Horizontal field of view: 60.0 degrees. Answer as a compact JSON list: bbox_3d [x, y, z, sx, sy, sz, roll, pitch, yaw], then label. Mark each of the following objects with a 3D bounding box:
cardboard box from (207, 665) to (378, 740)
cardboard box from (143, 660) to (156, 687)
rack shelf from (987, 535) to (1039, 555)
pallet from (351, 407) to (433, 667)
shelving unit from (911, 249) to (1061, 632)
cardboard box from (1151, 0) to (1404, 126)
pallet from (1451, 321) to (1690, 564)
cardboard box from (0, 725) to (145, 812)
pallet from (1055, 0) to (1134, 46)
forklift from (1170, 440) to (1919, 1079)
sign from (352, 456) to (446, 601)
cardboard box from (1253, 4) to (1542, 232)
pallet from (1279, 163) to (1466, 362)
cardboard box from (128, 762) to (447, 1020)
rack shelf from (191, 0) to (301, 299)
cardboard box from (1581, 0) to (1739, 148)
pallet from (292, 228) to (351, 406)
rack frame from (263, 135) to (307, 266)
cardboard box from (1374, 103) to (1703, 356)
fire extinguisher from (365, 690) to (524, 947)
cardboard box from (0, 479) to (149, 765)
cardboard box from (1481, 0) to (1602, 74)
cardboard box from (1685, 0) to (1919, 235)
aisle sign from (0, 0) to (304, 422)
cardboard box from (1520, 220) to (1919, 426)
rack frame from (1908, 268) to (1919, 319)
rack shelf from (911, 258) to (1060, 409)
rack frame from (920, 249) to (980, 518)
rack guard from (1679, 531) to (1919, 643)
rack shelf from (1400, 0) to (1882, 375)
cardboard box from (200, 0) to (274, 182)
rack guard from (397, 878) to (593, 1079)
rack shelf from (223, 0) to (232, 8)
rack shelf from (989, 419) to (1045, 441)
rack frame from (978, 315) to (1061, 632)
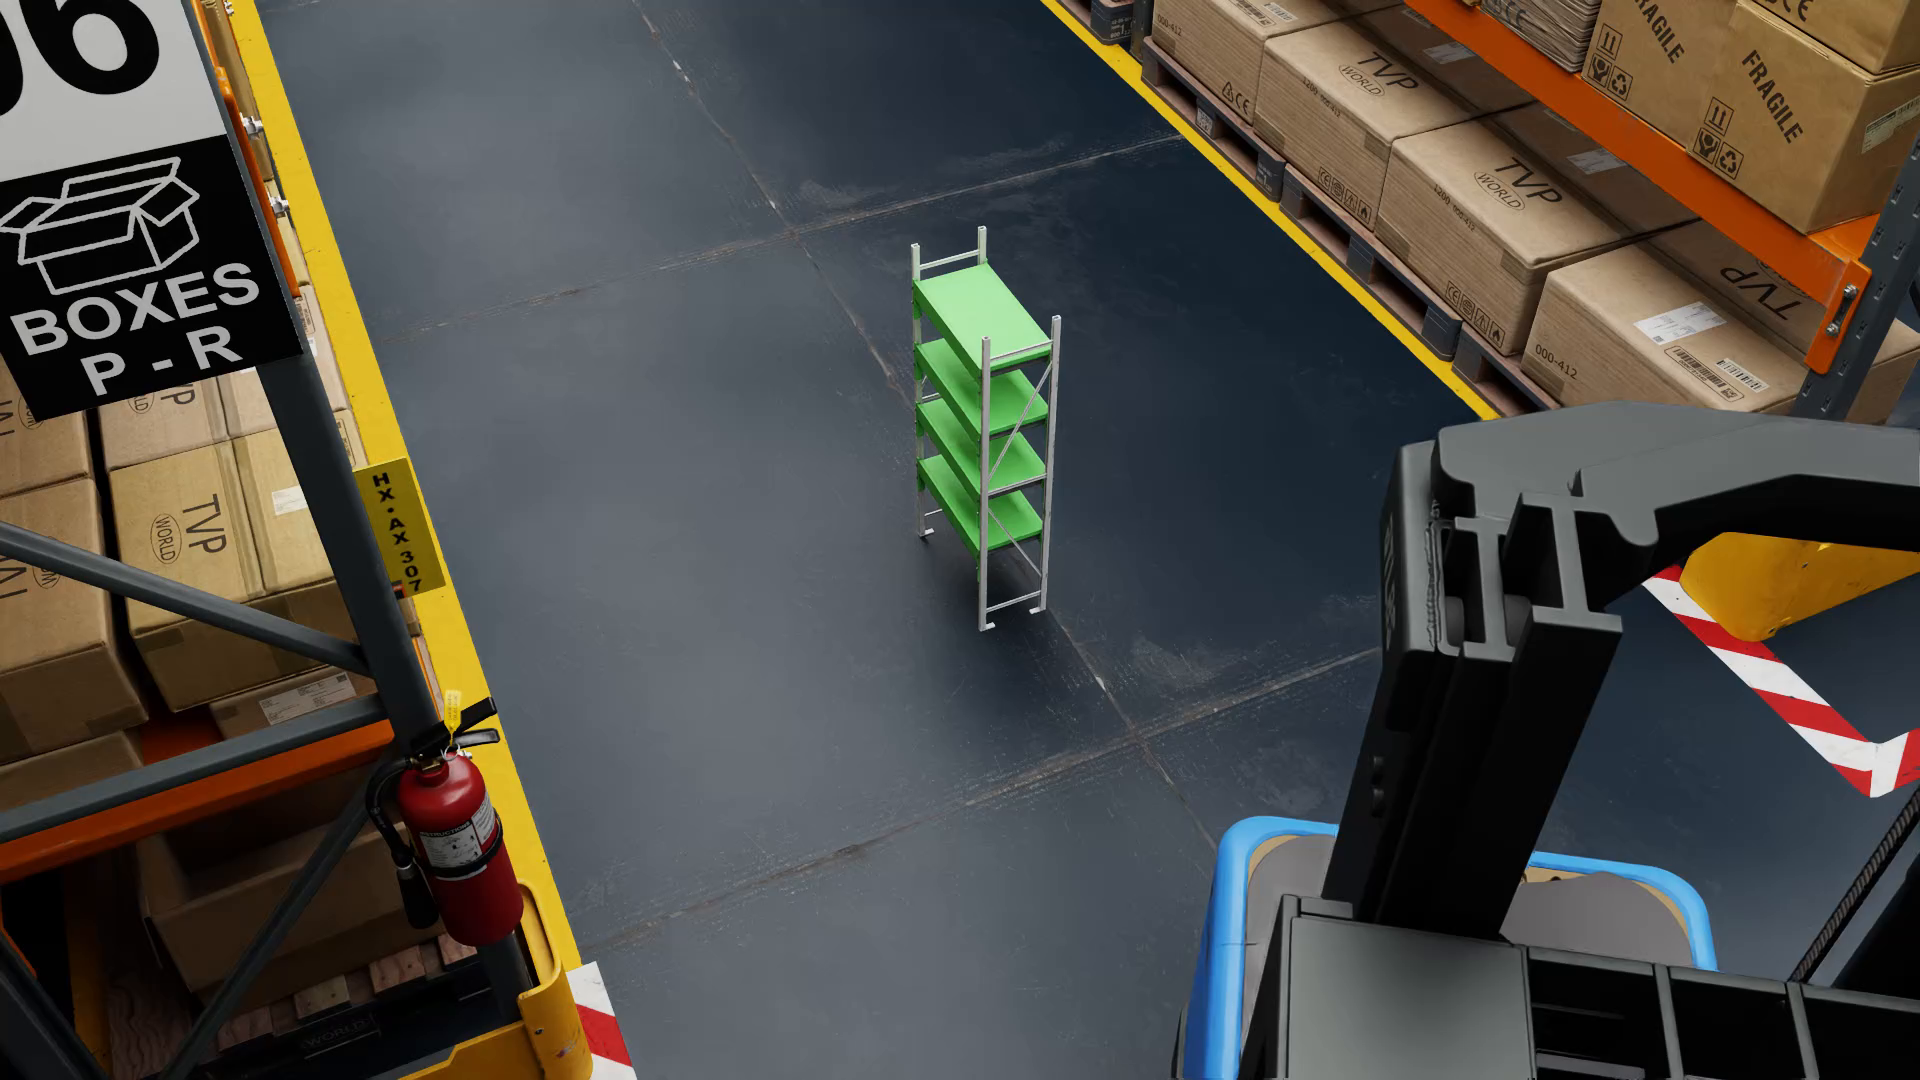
[{"bbox_3d":[-1.398,0.251,3.539,0.380,0.149,0.250,-18,48,-18],"label":"cardboard box"},{"bbox_3d":[-1.942,0.230,3.560,0.380,0.149,0.250,-17,47,-16],"label":"cardboard box"},{"bbox_3d":[0.070,-0.126,5.415,0.199,0.029,0.442,-18,47,-17],"label":"rack shelf"},{"bbox_3d":[-2.386,0.112,5.486,1.003,0.211,1.213,-18,47,-17],"label":"pallet"},{"bbox_3d":[4.177,-4.790,9.751,13.061,1.200,8.595,-18,47,-17],"label":"shelving unit"},{"bbox_3d":[1.478,-2.371,7.542,0.875,0.438,0.875,-19,48,-18],"label":"cardboard box"},{"bbox_3d":[2.586,-0.510,6.116,1.003,0.211,1.213,-18,47,-17],"label":"pallet"},{"bbox_3d":[-1.891,0.410,3.378,0.380,0.149,0.250,-19,48,-18],"label":"cardboard box"},{"bbox_3d":[0.919,-3.042,8.683,1.003,0.211,1.213,-18,47,-17],"label":"pallet"},{"bbox_3d":[3.962,-0.117,3.844,6.586,2.843,8.374,7,45,7],"label":"forklift"},{"bbox_3d":[-1.016,-0.016,3.014,0.100,0.325,0.005,-18,47,-17],"label":"sign"},{"bbox_3d":[1.855,-1.800,6.964,0.875,0.438,0.875,-19,48,-19],"label":"cardboard box"},{"bbox_3d":[2.077,-1.286,6.903,1.003,0.211,1.213,-18,47,-17],"label":"pallet"},{"bbox_3d":[-1.680,0.774,4.309,0.797,0.503,0.637,-20,48,-19],"label":"cardboard box"},{"bbox_3d":[-2.349,-1.634,3.647,1.077,0.370,4.000,-18,47,-17],"label":"rack shelf"},{"bbox_3d":[2.353,-1.605,5.170,0.500,0.500,0.500,-19,48,-18],"label":"cardboard box"},{"bbox_3d":[-2.903,-0.666,6.275,1.003,0.211,1.213,-18,47,-17],"label":"pallet"},{"bbox_3d":[-3.190,-2.097,5.739,1.000,3.000,0.127,-18,47,-17],"label":"rack frame"},{"bbox_3d":[2.233,-1.225,6.381,0.875,0.438,0.875,-17,47,-16],"label":"cardboard box"},{"bbox_3d":[-1.027,0.570,3.358,0.296,0.674,0.183,-18,47,-17],"label":"fire extinguisher"},{"bbox_3d":[-1.943,0.185,3.322,0.500,0.250,0.500,-17,47,-16],"label":"cardboard box"},{"bbox_3d":[2.128,-1.930,5.499,0.500,0.500,0.500,-17,47,-16],"label":"cardboard box"},{"bbox_3d":[2.551,-1.281,4.841,0.500,0.500,0.500,-18,47,-17],"label":"cardboard box"},{"bbox_3d":[-1.213,-0.516,2.287,0.394,0.787,0.004,-18,47,-17],"label":"aisle sign"},{"bbox_3d":[2.625,-0.645,5.793,0.875,0.438,0.875,-20,48,-19],"label":"cardboard box"},{"bbox_3d":[2.990,-1.015,4.643,0.949,2.616,0.053,-18,47,-17],"label":"rack frame"},{"bbox_3d":[0.070,-0.618,4.929,0.258,0.148,0.480,-18,47,-17],"label":"rack shelf"},{"bbox_3d":[-0.034,-0.477,5.379,0.228,1.046,0.006,-18,47,-17],"label":"rack frame"},{"bbox_3d":[3.004,-0.111,5.506,1.175,0.500,0.348,-18,47,-17],"label":"rack guard"},{"bbox_3d":[2.153,-2.034,6.188,1.077,0.370,4.000,-18,47,-17],"label":"rack shelf"},{"bbox_3d":[-2.086,-1.192,4.183,0.500,0.500,0.500,-17,47,-16],"label":"cardboard box"},{"bbox_3d":[-1.540,1.294,4.083,1.175,0.500,0.348,-18,47,-17],"label":"rack guard"},{"bbox_3d":[-4.031,-3.115,7.284,1.077,0.370,4.000,-18,47,-17],"label":"rack shelf"},{"bbox_3d":[0.070,-0.467,5.078,0.199,0.029,0.442,-18,47,-17],"label":"rack shelf"},{"bbox_3d":[0.172,-0.166,5.064,0.240,1.200,0.015,-18,47,-17],"label":"rack frame"}]
